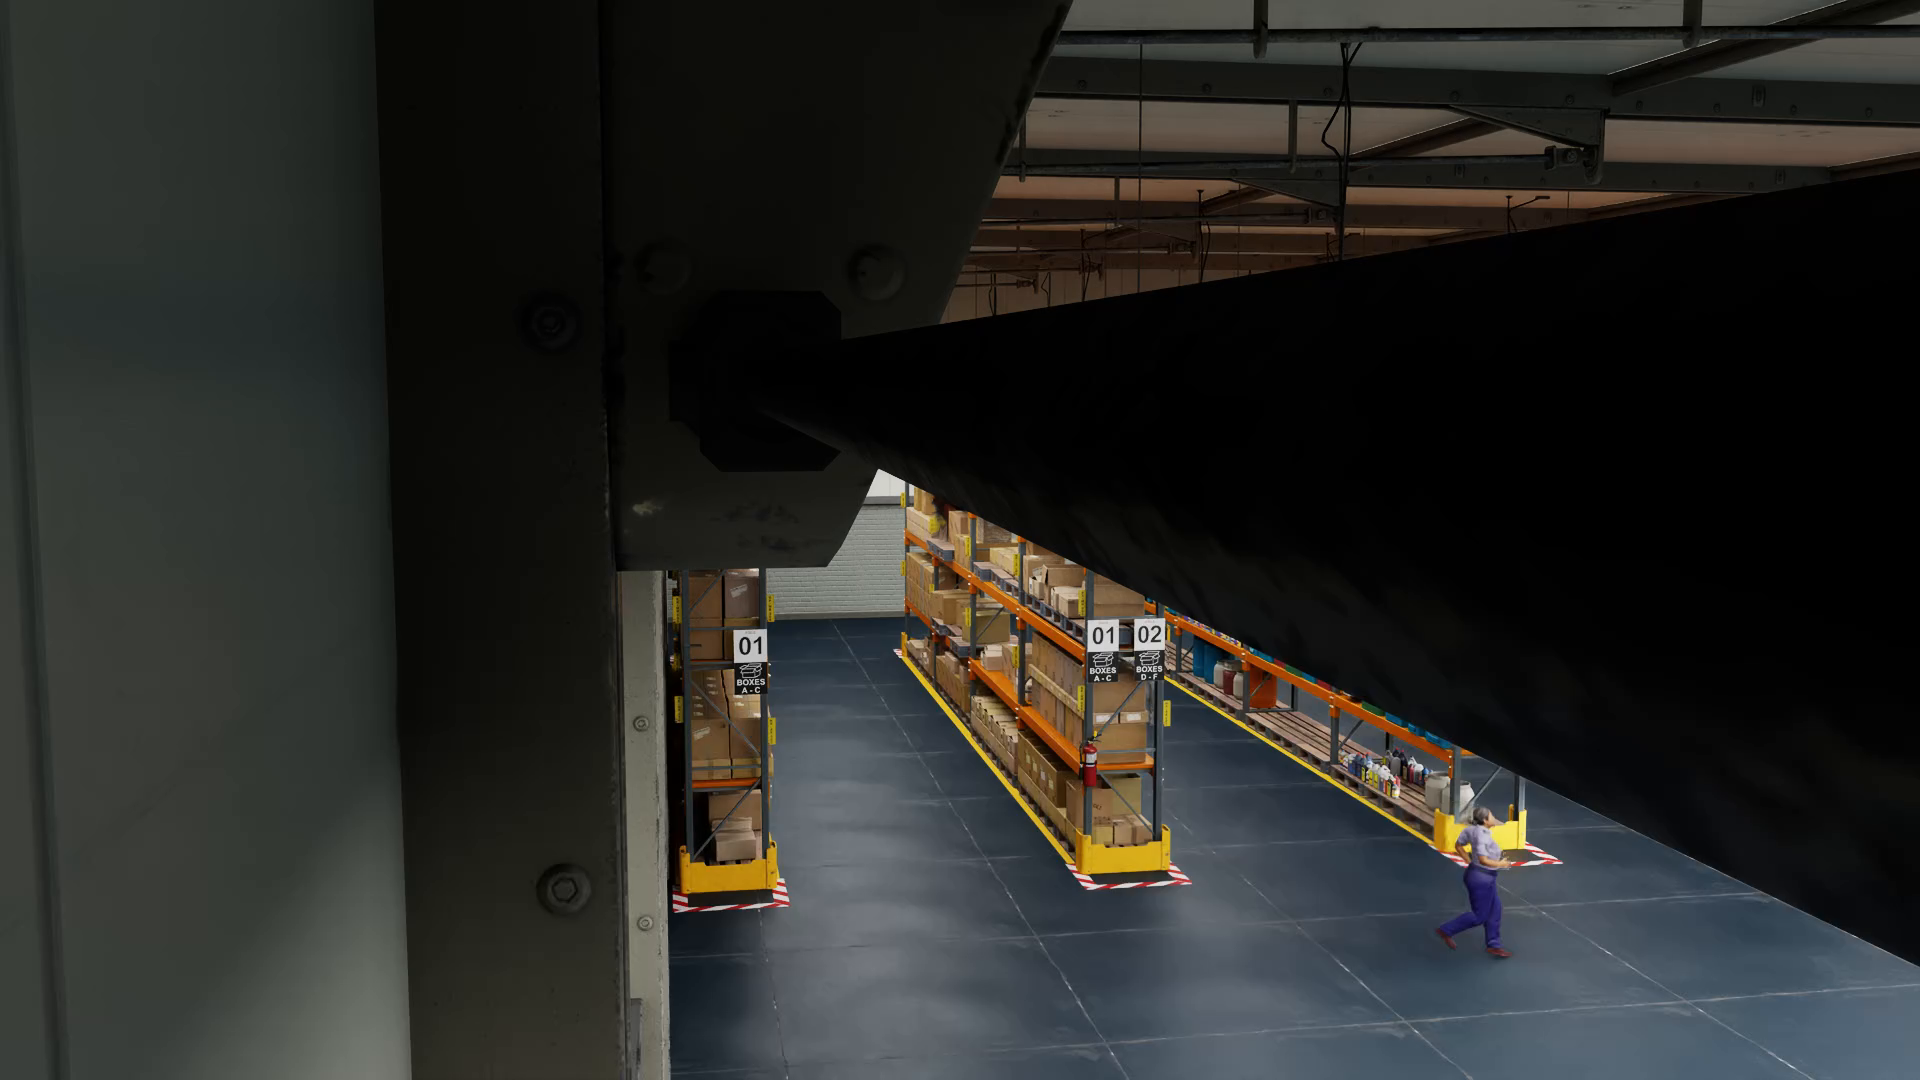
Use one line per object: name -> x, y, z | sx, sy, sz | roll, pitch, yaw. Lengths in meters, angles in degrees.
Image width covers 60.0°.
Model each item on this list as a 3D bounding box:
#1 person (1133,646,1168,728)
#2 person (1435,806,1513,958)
person -> 3.398, 2.401, 29.623 | 0.683, 1.765, 0.896 | -1, 6, -12
person -> 5.541, 3.679, 17.828 | 0.842, 1.660, 0.596 | 0, 6, 4
